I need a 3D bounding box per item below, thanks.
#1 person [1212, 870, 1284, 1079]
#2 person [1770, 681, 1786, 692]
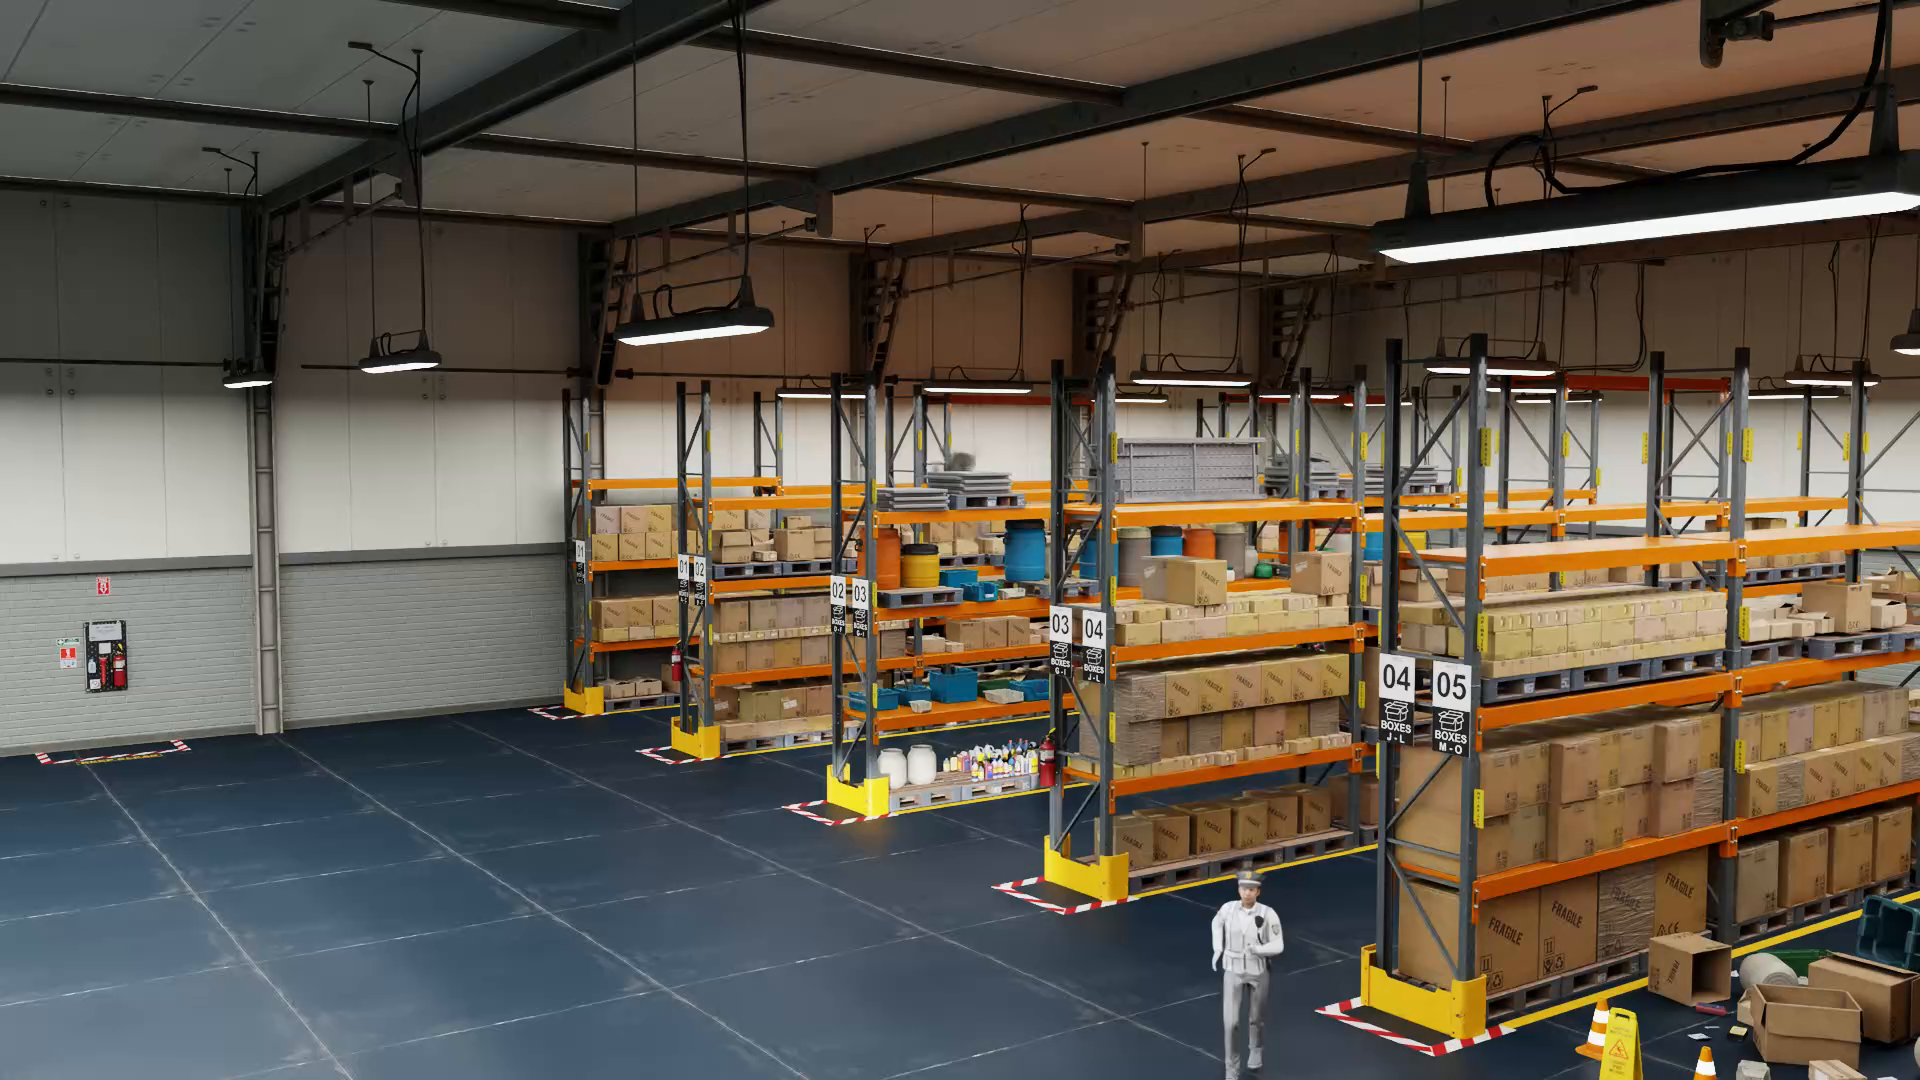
[{"bbox_3d":[2.276,3.470,13.207,0.580,1.753,0.755,1,4,13],"label":"person"},{"bbox_3d":[11.574,2.790,23.573,0.604,1.738,0.686,-3,5,-42],"label":"person"}]
